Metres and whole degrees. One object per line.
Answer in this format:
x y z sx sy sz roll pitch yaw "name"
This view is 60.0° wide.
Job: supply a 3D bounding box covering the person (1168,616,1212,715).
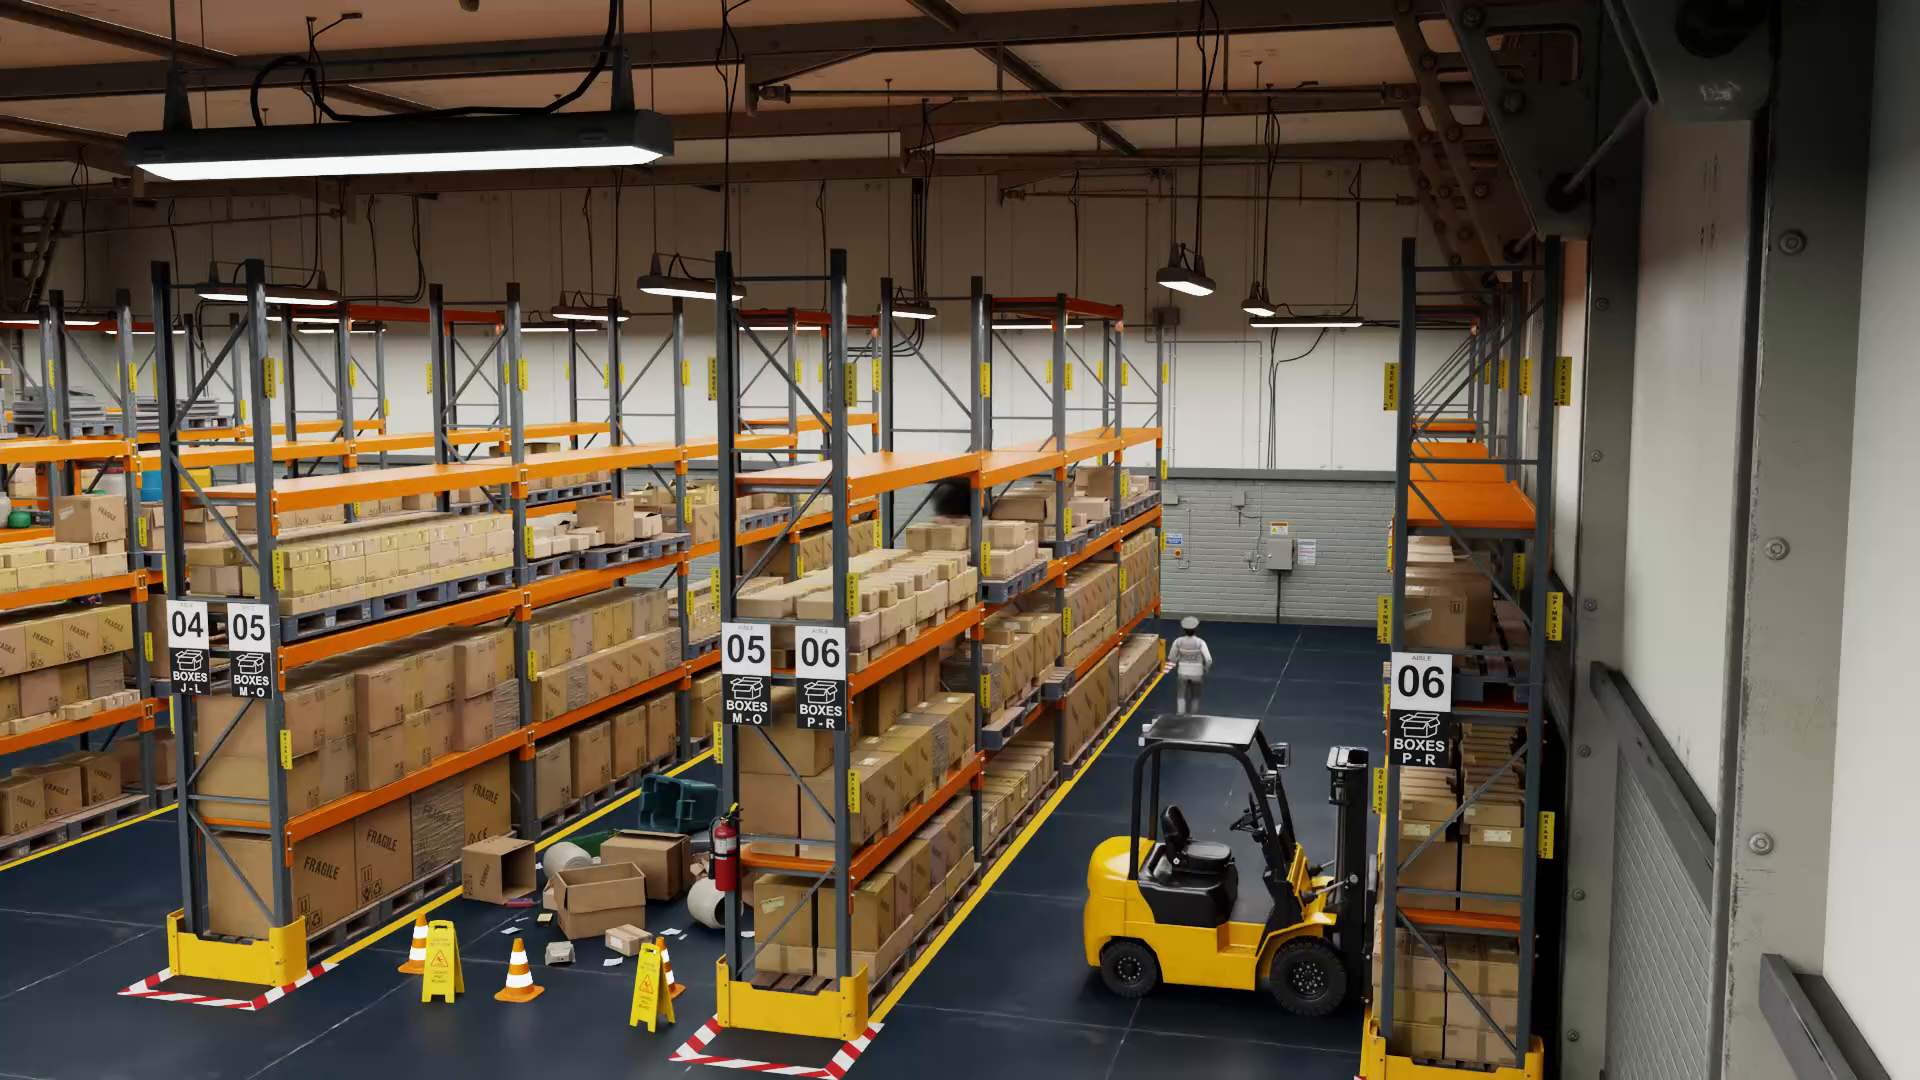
3.210 1.891 23.188 0.624 1.654 0.717 1 6 14 "person"
